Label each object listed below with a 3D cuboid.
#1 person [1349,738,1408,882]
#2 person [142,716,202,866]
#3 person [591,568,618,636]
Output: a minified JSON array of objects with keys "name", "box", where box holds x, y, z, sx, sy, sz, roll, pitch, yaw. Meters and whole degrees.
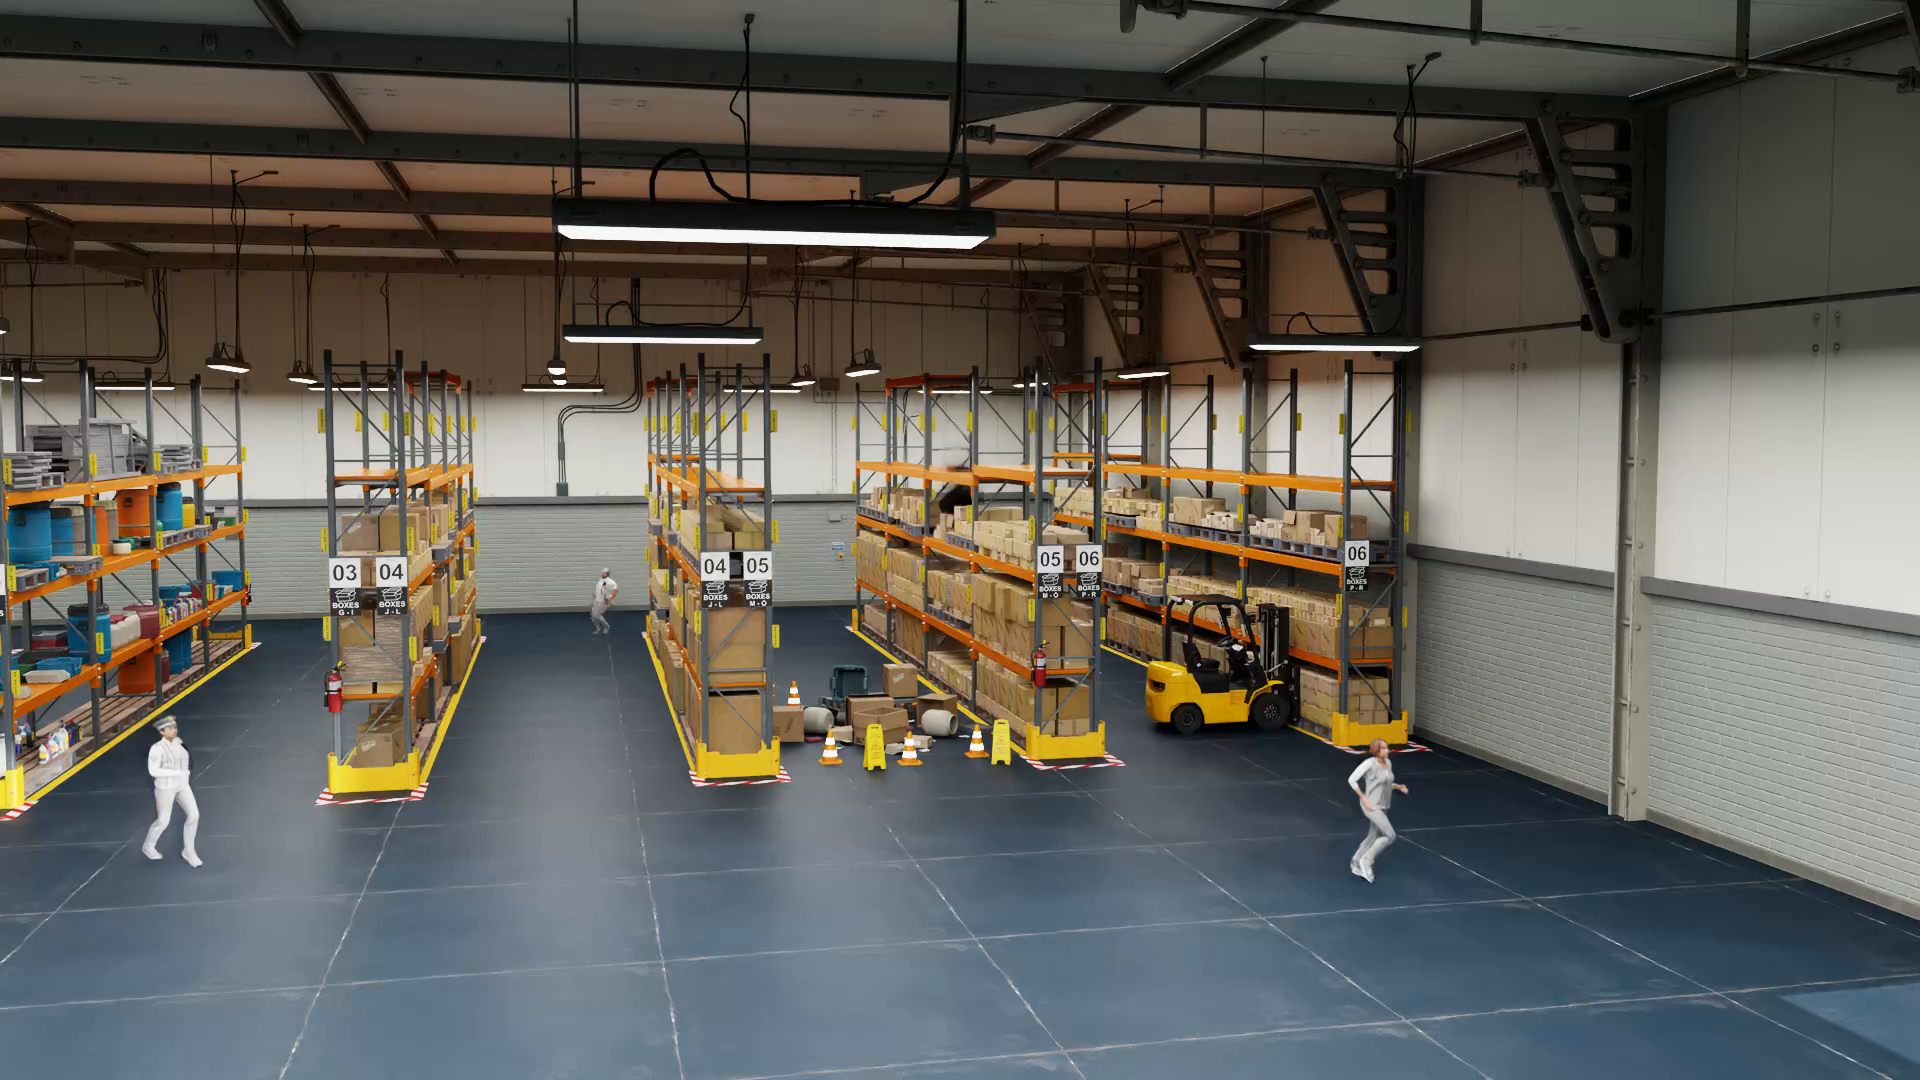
[{"name":"person","box":[4.580,2.944,18.183,0.631,1.578,0.512,4,5,42]},{"name":"person","box":[-8.995,2.852,18.924,0.751,1.744,0.616,2,4,23]},{"name":"person","box":[-8.496,1.465,39.478,0.537,1.615,0.625,-3,5,-38]}]
